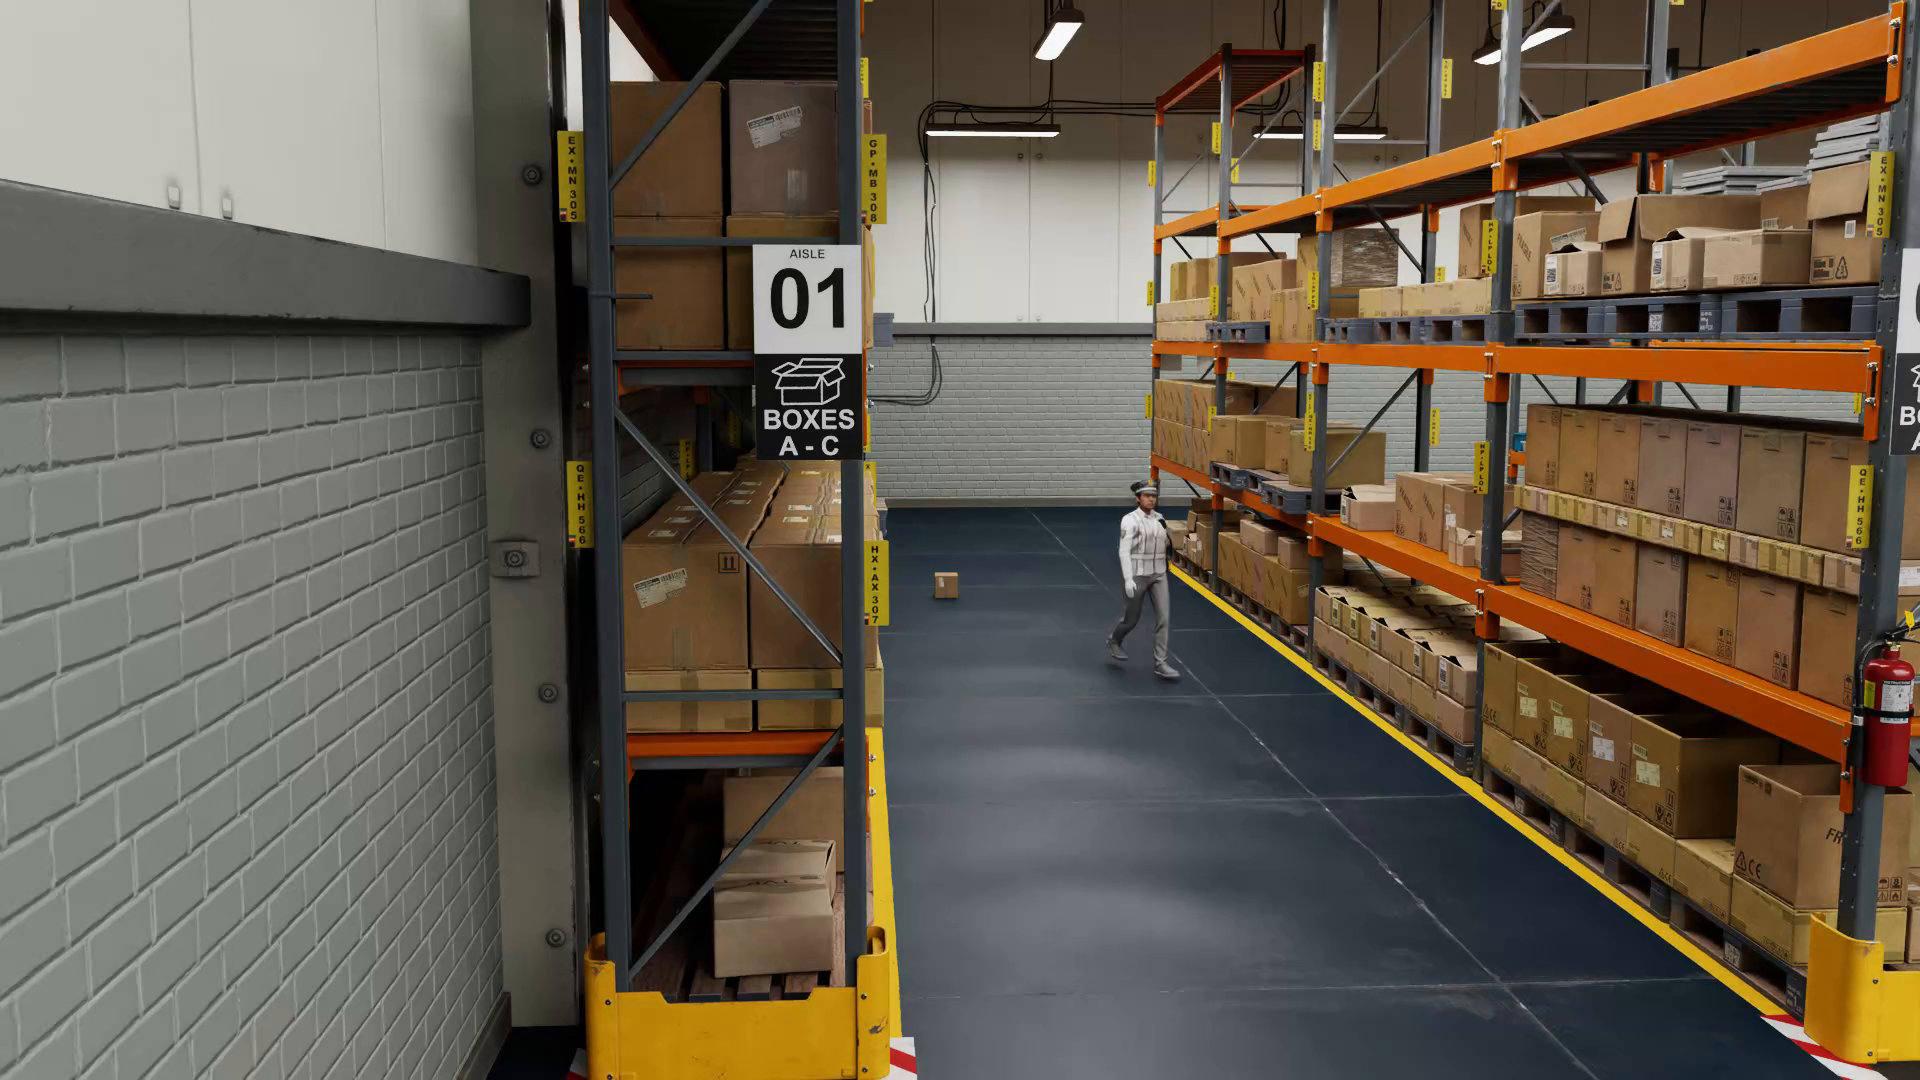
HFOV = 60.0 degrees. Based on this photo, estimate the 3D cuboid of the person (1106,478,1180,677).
[{"bbox_3d":[1.556,0.296,14.143,0.498,1.650,0.897,-3,8,-25],"label":"person"}]
